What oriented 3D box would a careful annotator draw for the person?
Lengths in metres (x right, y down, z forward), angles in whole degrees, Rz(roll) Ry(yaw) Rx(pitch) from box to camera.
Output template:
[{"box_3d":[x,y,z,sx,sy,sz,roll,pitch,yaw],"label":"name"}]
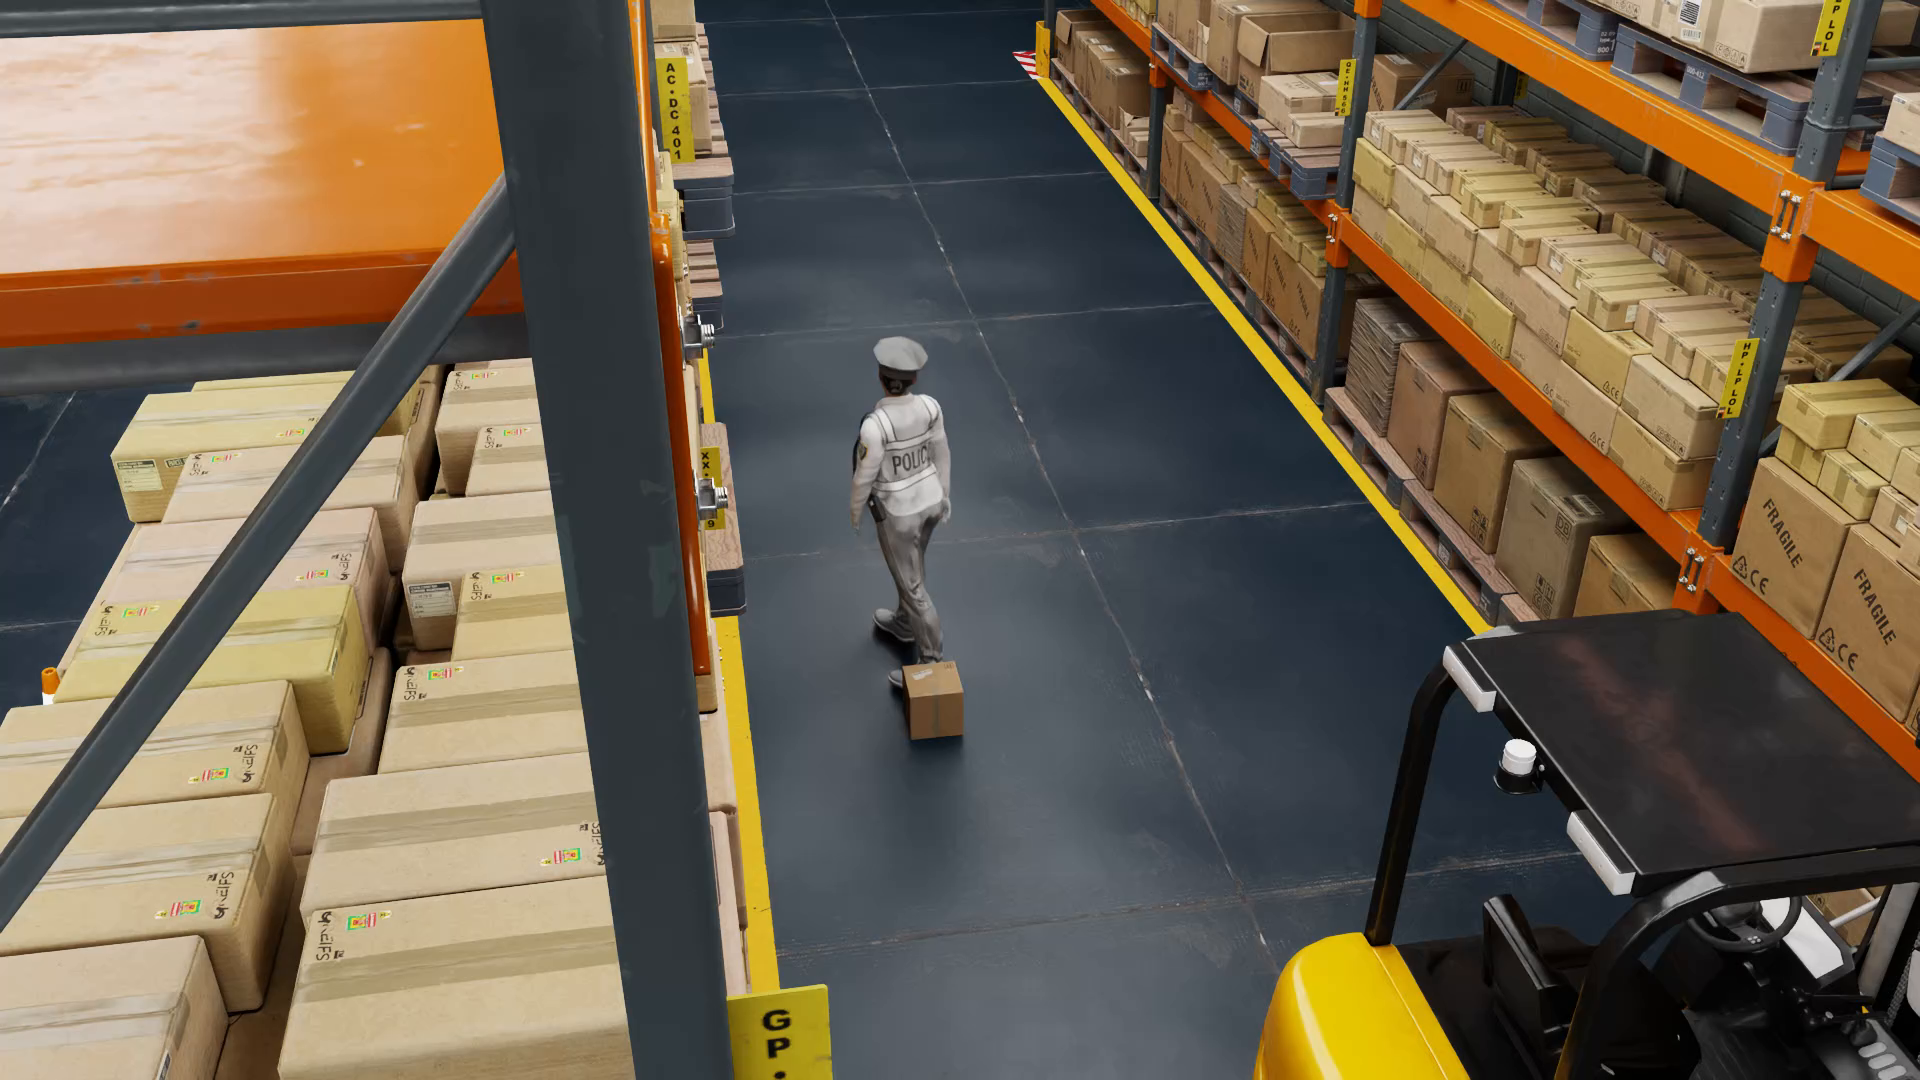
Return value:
[{"box_3d":[-0.267,-0.149,7.838,0.640,1.649,0.530,24,38,34],"label":"person"}]
